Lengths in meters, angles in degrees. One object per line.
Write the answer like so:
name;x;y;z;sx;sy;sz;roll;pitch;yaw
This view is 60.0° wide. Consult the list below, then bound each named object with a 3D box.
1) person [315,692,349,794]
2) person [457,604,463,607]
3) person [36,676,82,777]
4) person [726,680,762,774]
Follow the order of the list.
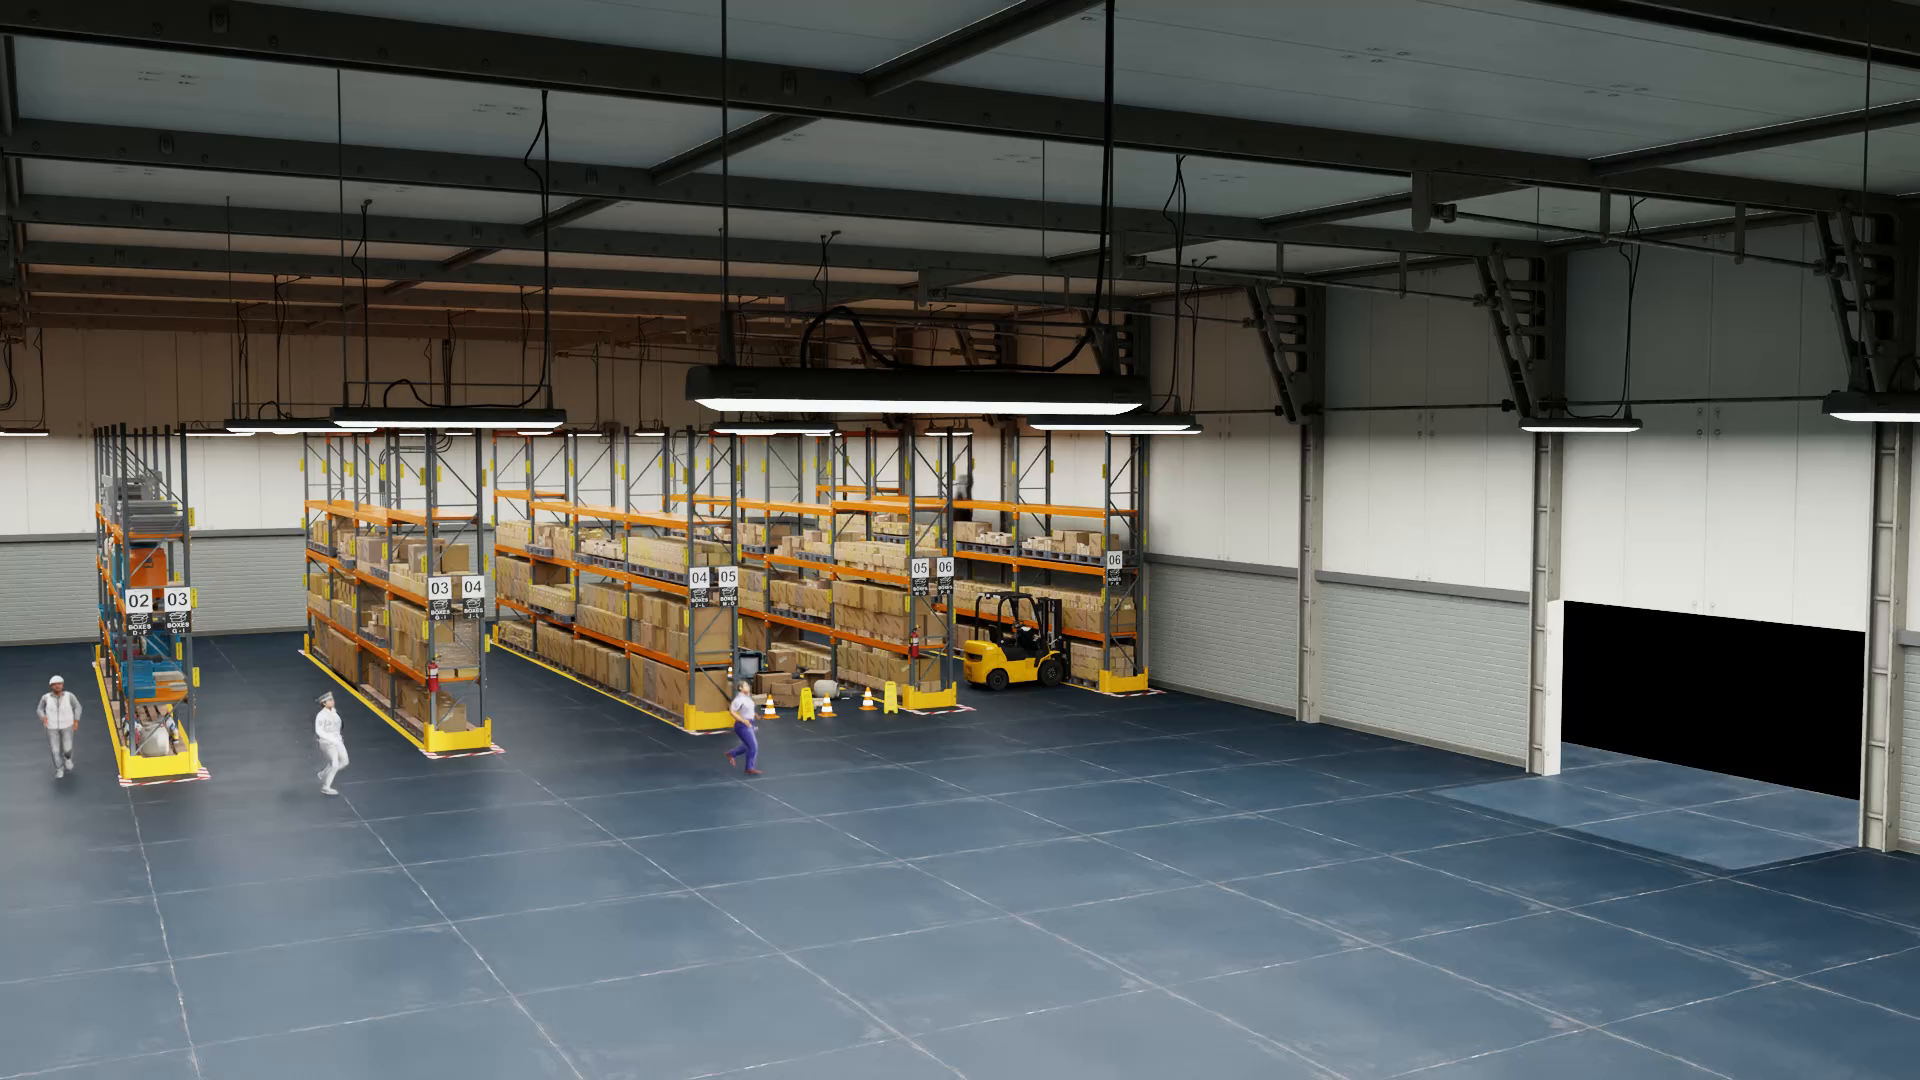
person;-10.152;3.272;26.871;0.461;1.663;0.624;0;3;8
person;-13.921;2.109;45.714;0.736;1.711;0.907;-1;4;-21
person;-15.248;3.157;28.144;0.679;1.731;0.586;-2;4;-26
person;-3.730;3.197;28.485;0.687;1.599;0.613;1;4;11
